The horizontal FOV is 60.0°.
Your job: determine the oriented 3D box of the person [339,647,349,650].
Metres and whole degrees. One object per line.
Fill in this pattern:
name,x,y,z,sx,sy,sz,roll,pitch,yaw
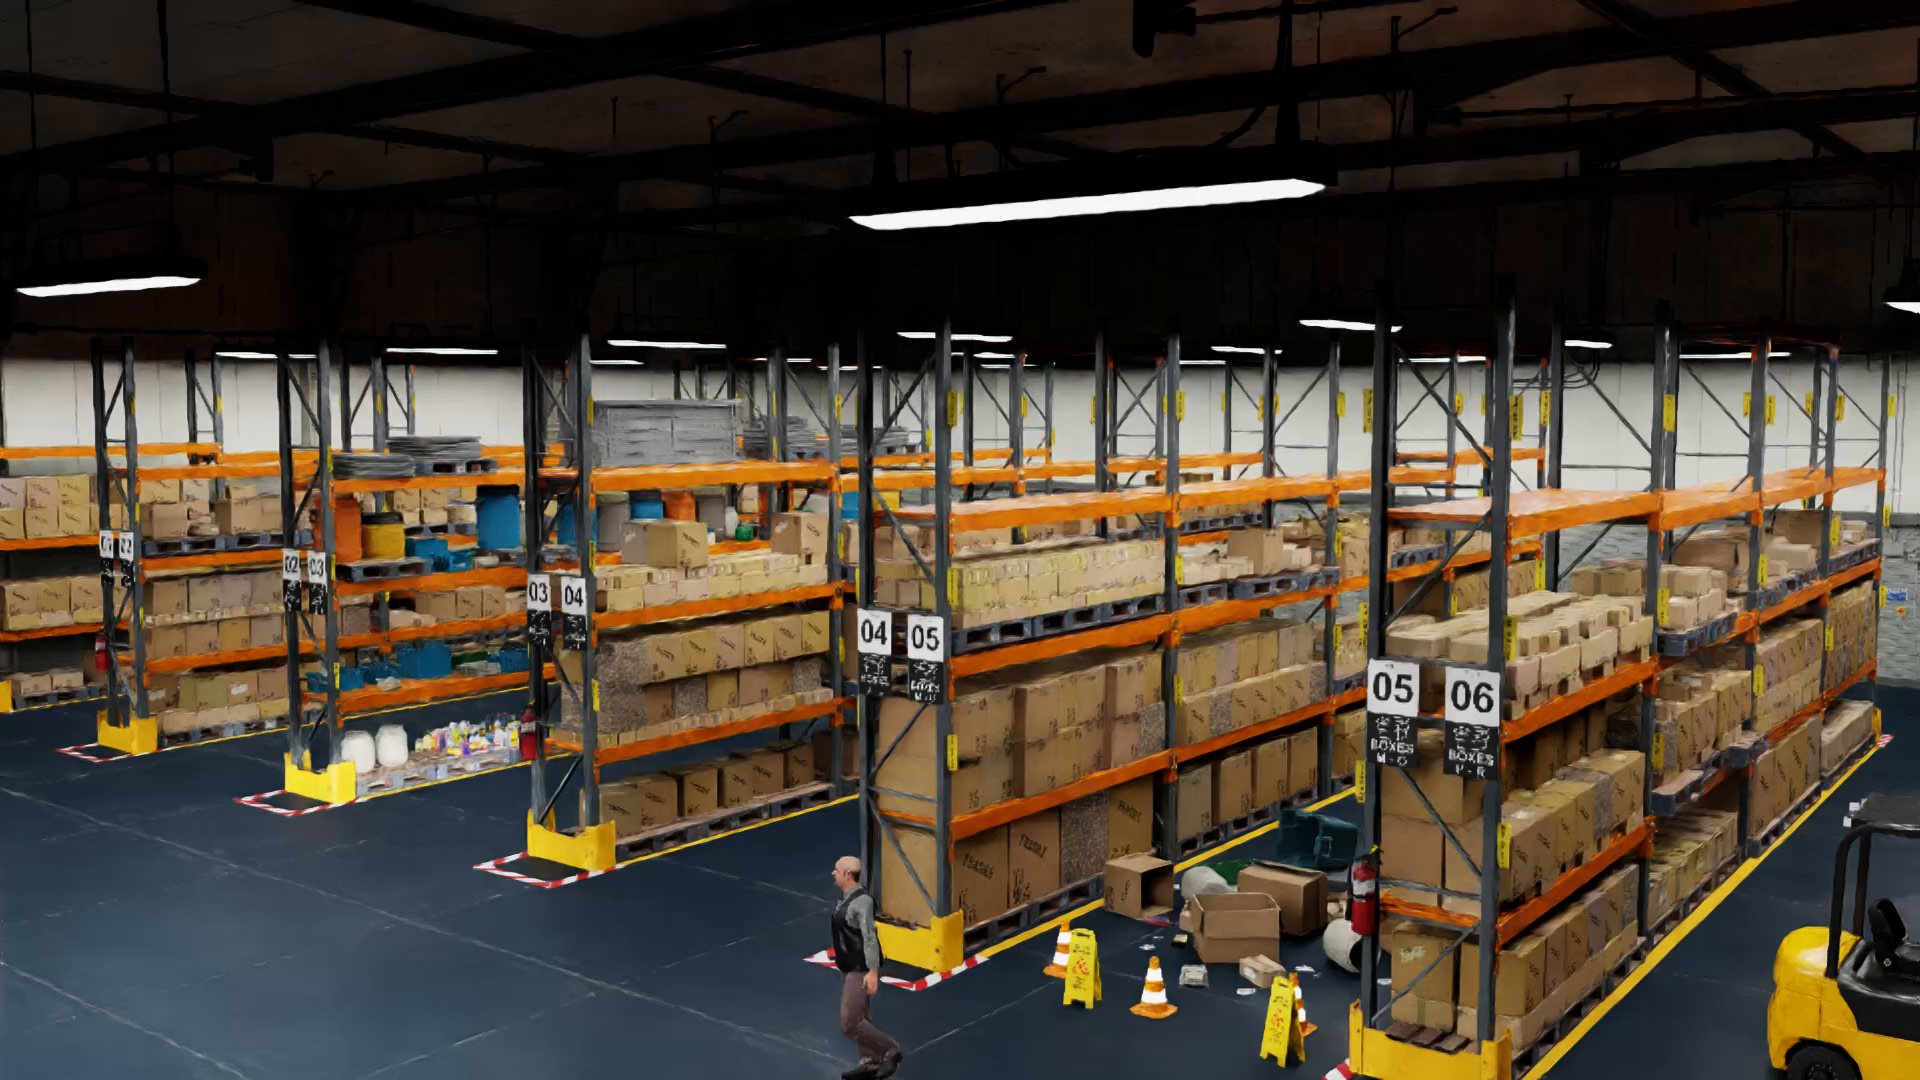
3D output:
person,-11.429,1.708,30.825,0.349,1.628,0.476,1,5,10

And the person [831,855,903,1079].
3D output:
person,-0.704,3.222,12.522,0.508,1.713,0.580,-1,5,-15
